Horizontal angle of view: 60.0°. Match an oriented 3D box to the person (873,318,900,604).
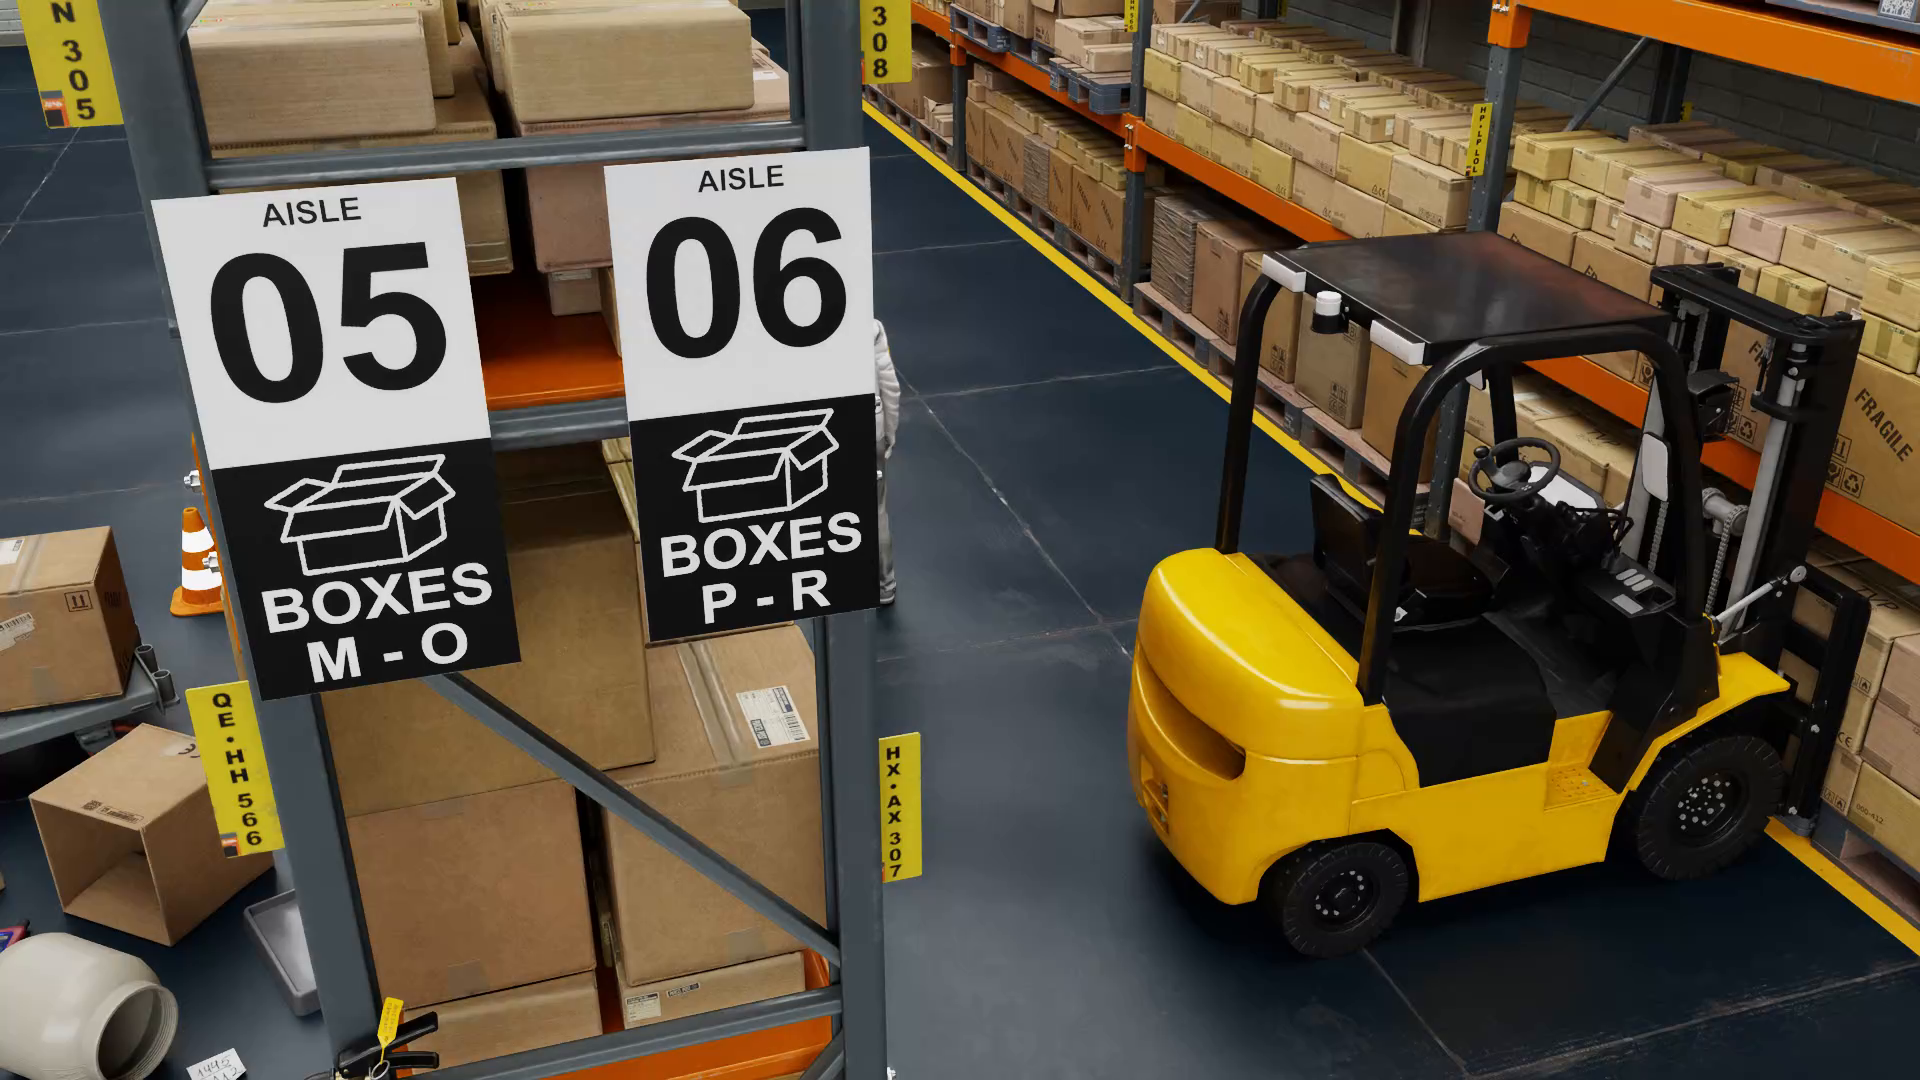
[{"bbox_3d":[-0.531,-0.454,7.521,0.530,1.663,0.377,-9,28,-17],"label":"person"}]
